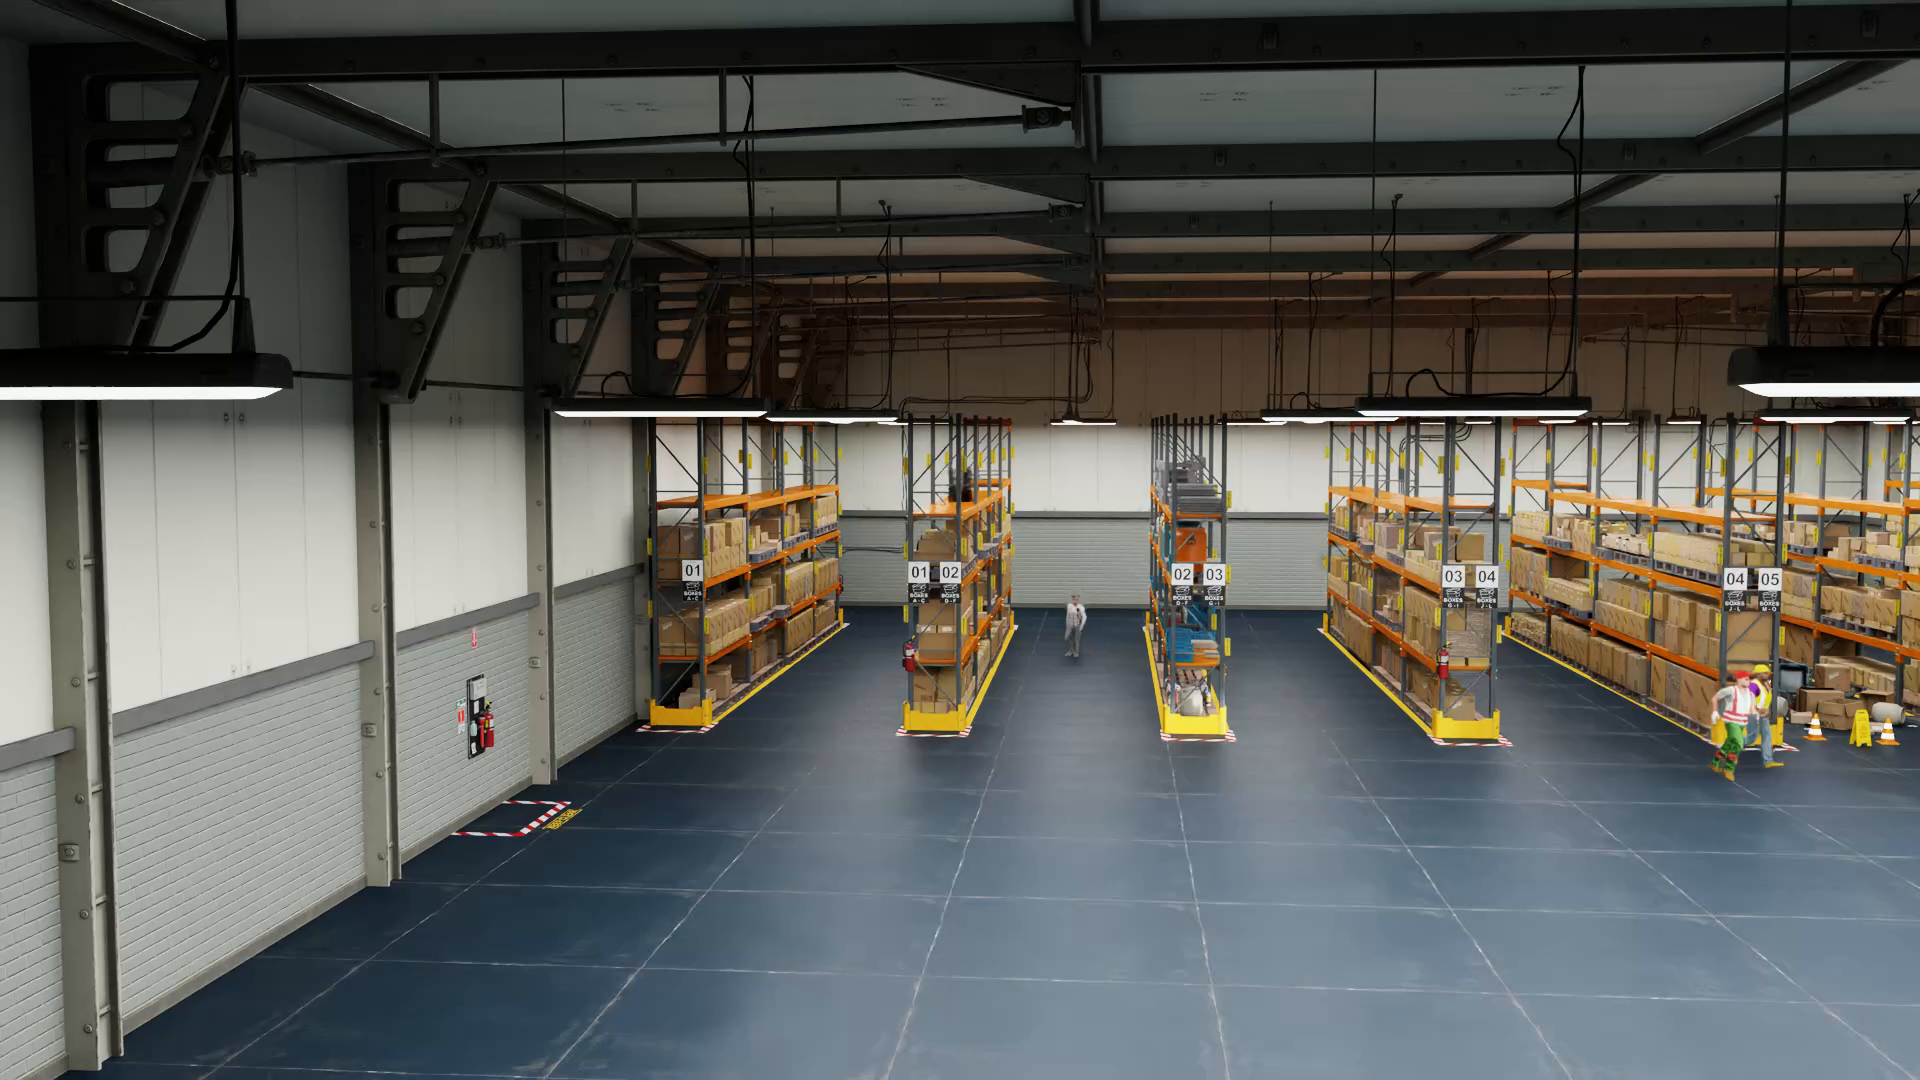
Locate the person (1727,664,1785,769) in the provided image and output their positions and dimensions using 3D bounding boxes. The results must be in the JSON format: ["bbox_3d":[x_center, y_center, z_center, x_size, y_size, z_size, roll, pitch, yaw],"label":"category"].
[{"bbox_3d":[13.384,2.955,27.971,0.703,1.751,0.945,-3,5,-42],"label":"person"}]

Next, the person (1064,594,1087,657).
[{"bbox_3d":[2.870,2.133,41.271,0.599,1.606,0.695,1,4,17],"label":"person"}]

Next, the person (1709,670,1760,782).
[{"bbox_3d":[12.625,2.995,27.119,0.717,1.751,0.834,-1,4,-19],"label":"person"}]
